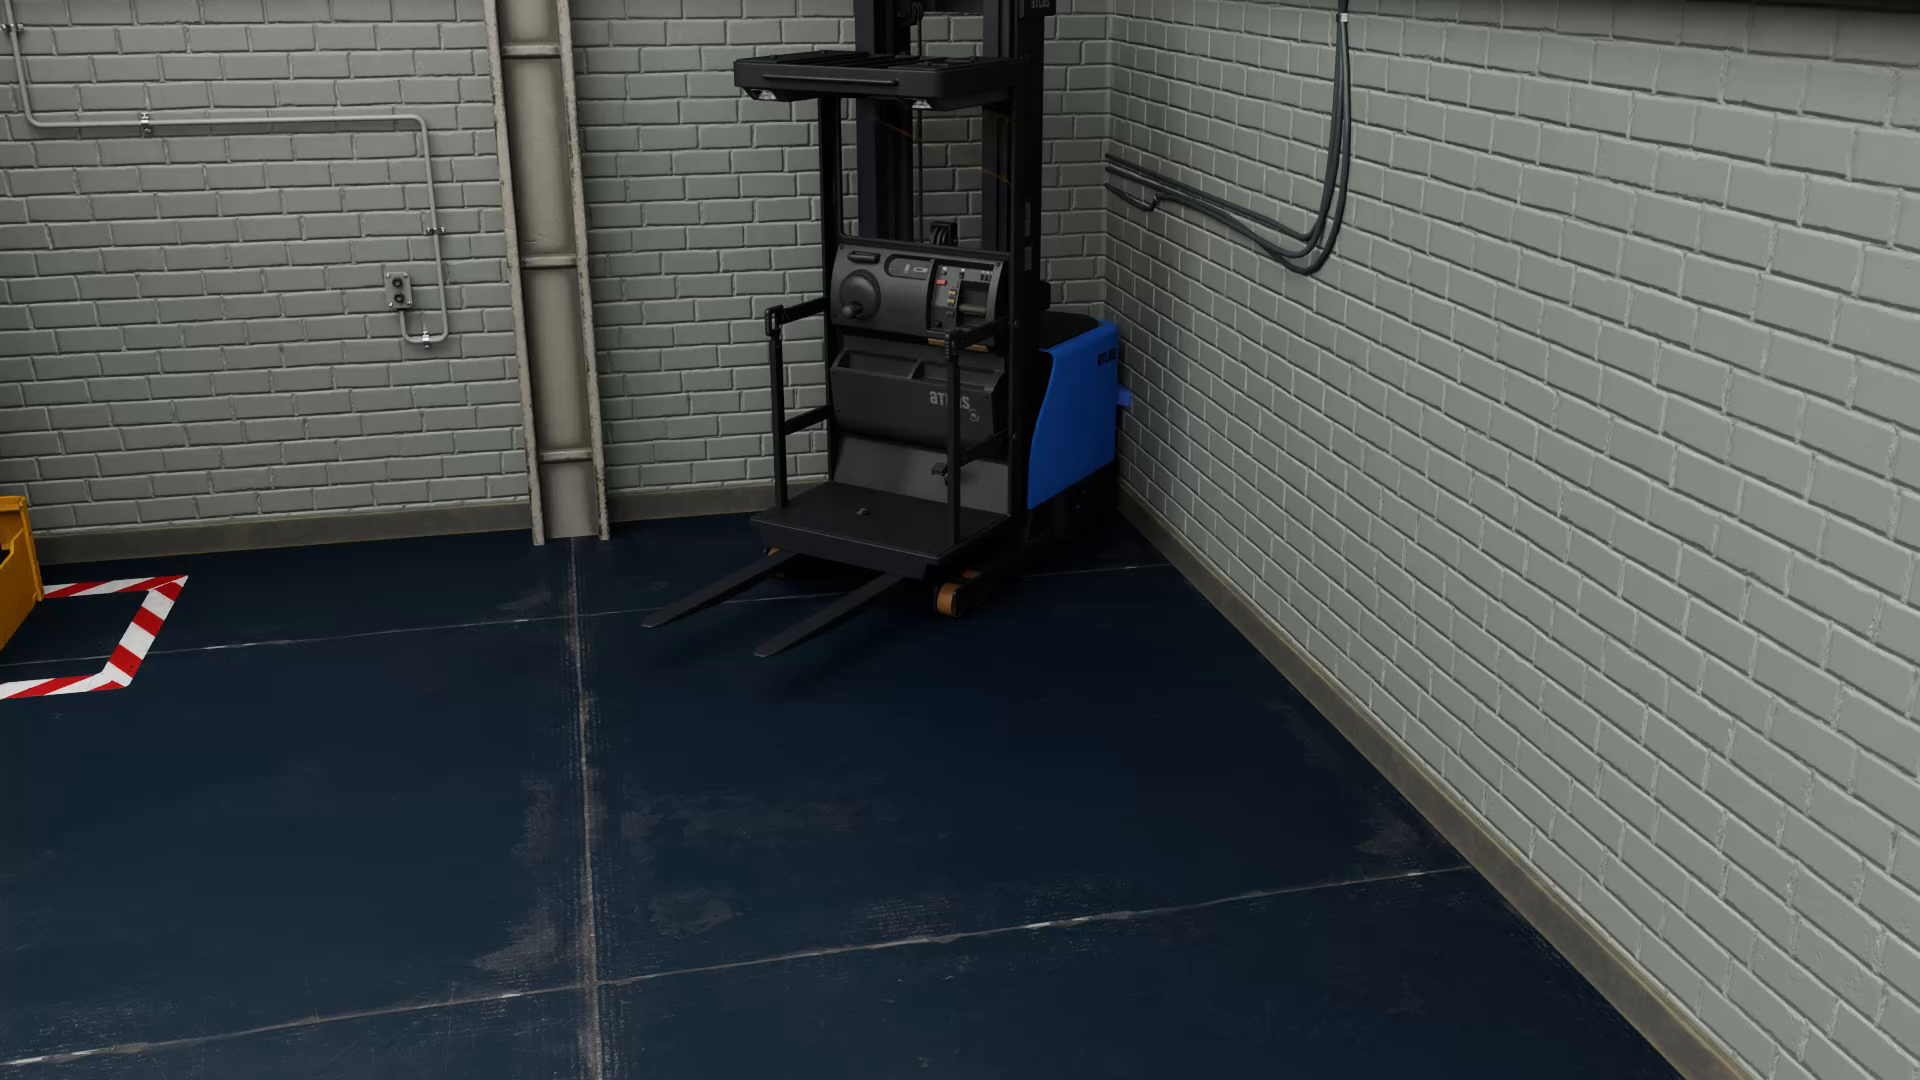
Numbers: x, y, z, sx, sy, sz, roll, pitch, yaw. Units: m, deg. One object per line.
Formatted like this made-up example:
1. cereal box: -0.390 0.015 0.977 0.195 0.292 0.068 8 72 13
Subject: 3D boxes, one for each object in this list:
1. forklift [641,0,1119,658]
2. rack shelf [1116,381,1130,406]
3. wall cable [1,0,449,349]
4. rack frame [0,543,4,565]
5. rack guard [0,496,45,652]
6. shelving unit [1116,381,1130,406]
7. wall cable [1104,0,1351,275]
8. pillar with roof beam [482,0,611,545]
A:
1. forklift: -0.320 -1.191 7.805 1.130 2.935 3.031 12 23 29
2. rack shelf: 0.683 -0.895 9.439 1.000 0.185 0.538 13 27 29
3. wall cable: -3.482 -1.840 7.999 1.851 1.984 0.084 -5 21 -12
4. rack frame: -4.511 -0.945 7.032 0.127 3.000 1.000 -5 21 -12
5. rack guard: -4.487 0.227 7.467 0.348 0.500 1.175 -5 21 -12
6. shelving unit: 0.680 -1.060 9.368 1.048 1.500 0.538 13 27 29
7. wall cable: 1.076 -2.632 7.430 0.112 2.526 3.097 -5 21 -12
8. pillar with roof beam: -1.092 -2.824 3.440 0.400 9.000 9.100 -5 21 -12
